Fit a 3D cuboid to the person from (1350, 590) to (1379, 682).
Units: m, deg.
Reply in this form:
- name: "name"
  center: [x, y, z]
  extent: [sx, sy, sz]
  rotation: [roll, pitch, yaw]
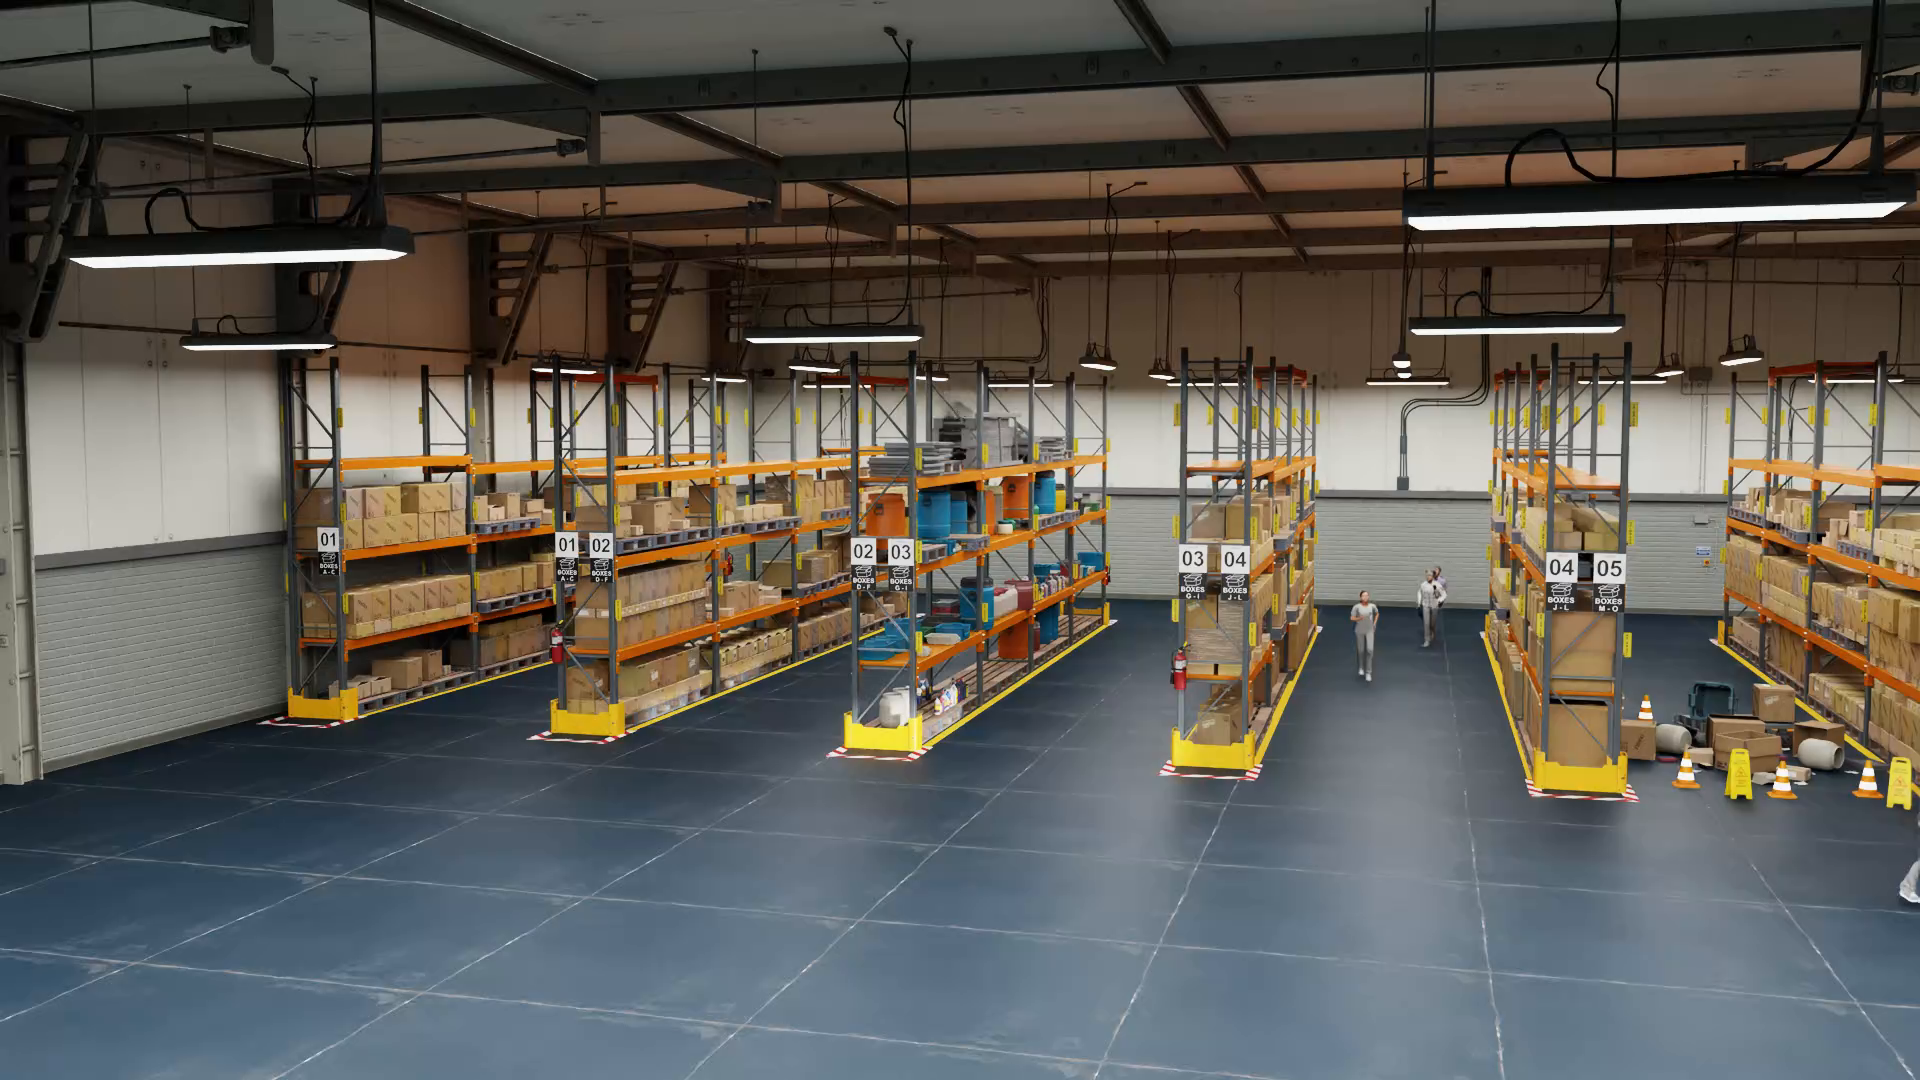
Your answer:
- name: "person"
  center: [7.755, 1.809, 31.880]
  extent: [0.554, 1.703, 0.813]
  rotation: [1, 4, 9]

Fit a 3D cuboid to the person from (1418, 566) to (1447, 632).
- name: "person"
  center: [10.962, 1.381, 38.579]
  extent: [0.693, 1.586, 0.563]
  rotation: [4, 6, 44]

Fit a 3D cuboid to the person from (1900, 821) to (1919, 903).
- name: "person"
  center: [9.915, 2.983, 16.841]
  extent: [0.560, 1.656, 0.696]
  rotation: [-2, 5, -28]

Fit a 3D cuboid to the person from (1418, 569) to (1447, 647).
- name: "person"
  center: [10.351, 1.476, 36.501]
  extent: [0.634, 1.701, 0.784]
  rotation: [2, 5, 27]
